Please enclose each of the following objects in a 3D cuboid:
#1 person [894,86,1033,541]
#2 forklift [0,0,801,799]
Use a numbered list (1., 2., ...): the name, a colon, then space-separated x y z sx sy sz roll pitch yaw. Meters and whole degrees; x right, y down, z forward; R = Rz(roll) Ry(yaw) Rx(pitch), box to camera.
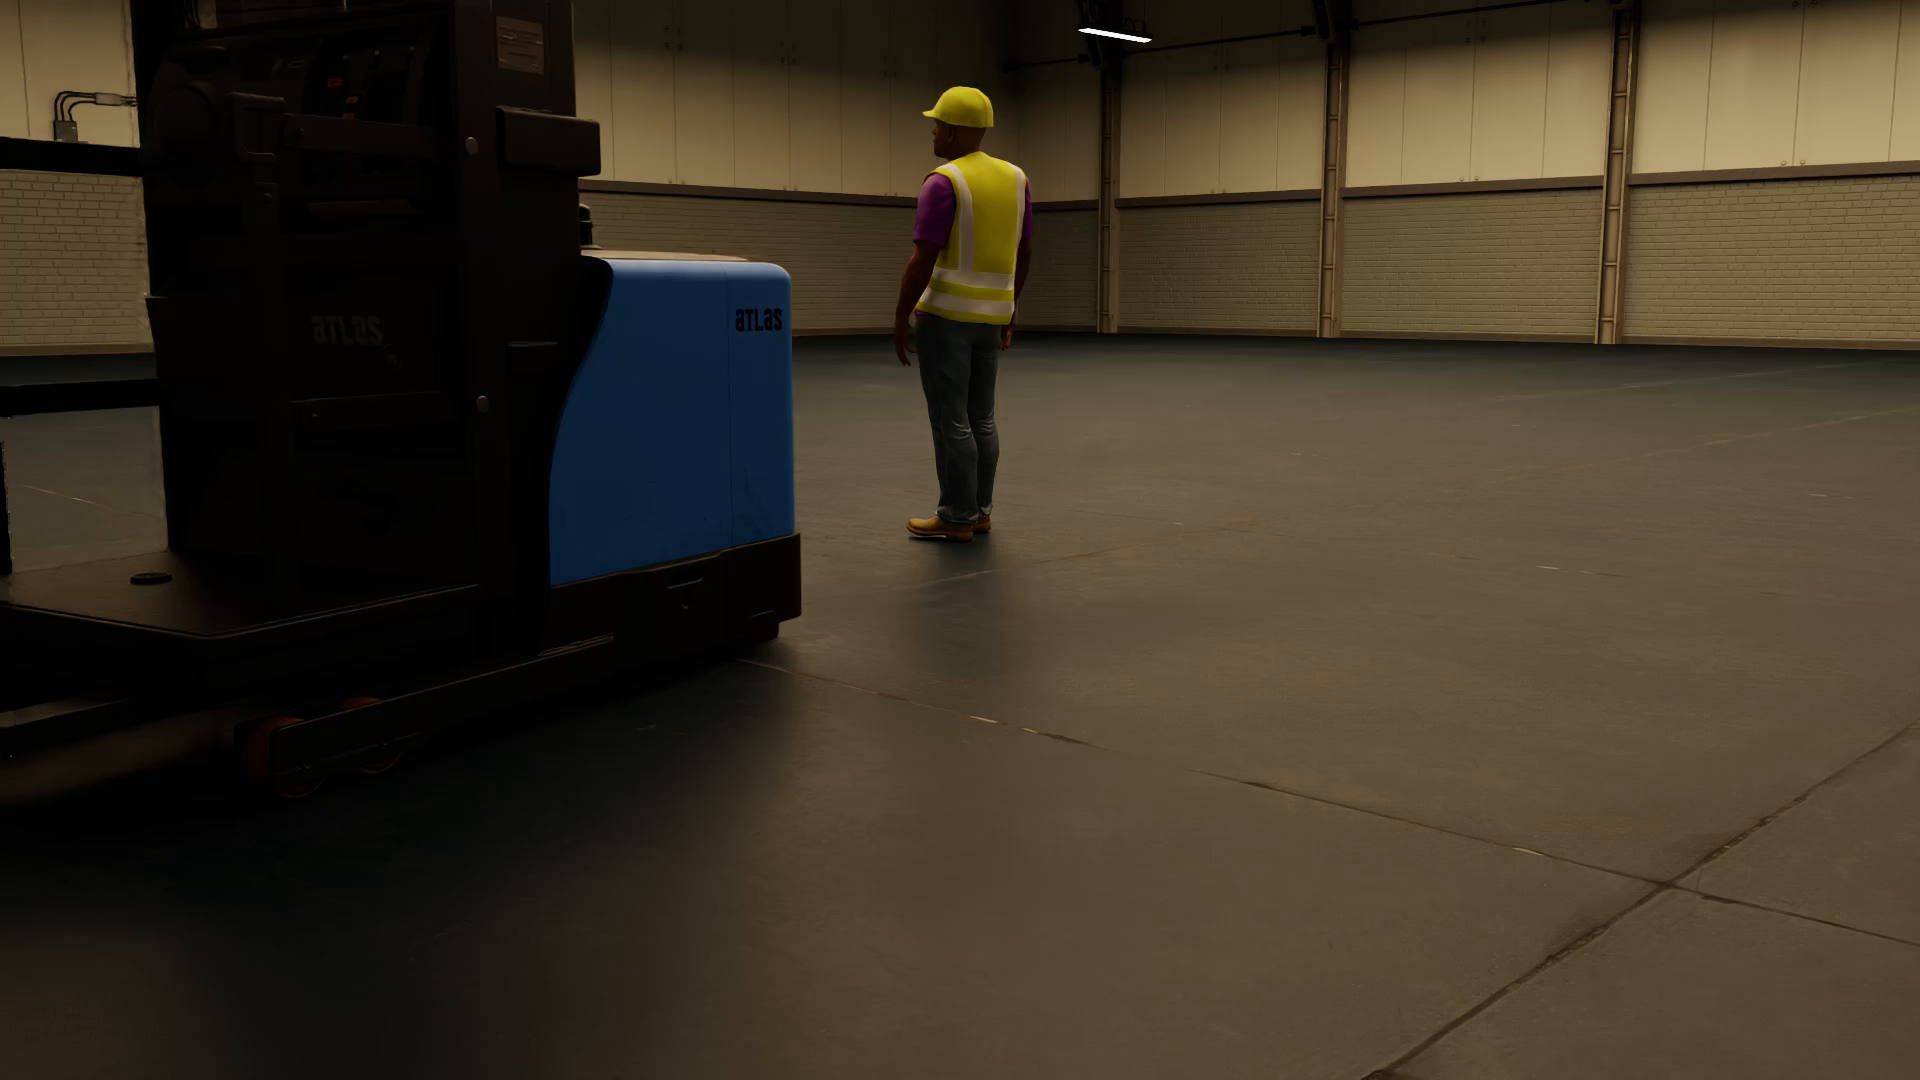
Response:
1. person: -0.046 -0.889 6.637 0.575 1.768 0.665 8 12 43
2. forklift: -1.629 -1.012 3.593 1.130 2.935 3.031 5 10 30
